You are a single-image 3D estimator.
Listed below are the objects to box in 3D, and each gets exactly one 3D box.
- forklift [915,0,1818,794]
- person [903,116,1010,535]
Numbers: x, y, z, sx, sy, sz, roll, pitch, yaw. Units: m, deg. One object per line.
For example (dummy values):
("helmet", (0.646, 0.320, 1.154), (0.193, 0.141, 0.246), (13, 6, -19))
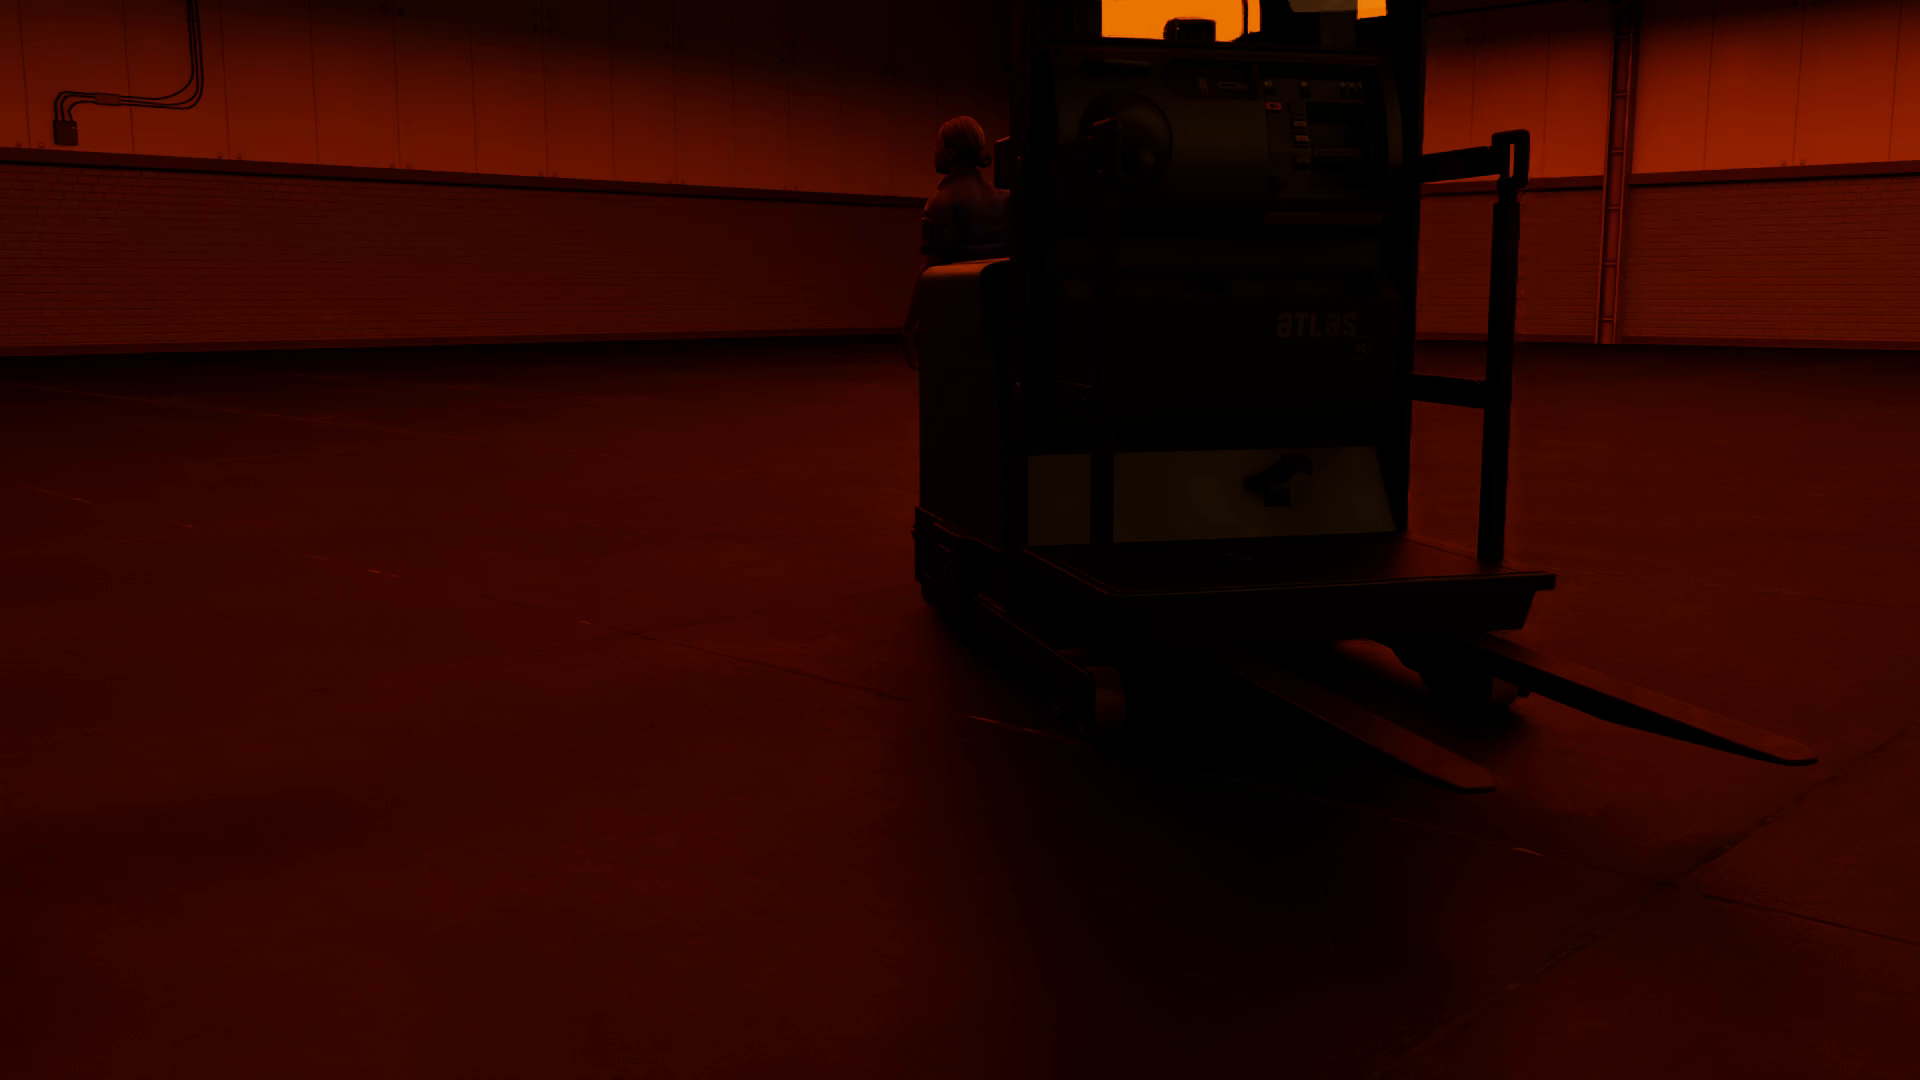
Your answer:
("forklift", (0.726, -1.066, 3.955), (1.130, 2.935, 3.031), (-2, 9, -15))
("person", (-0.050, -0.836, 6.667), (0.503, 1.656, 0.570), (8, 12, 43))
